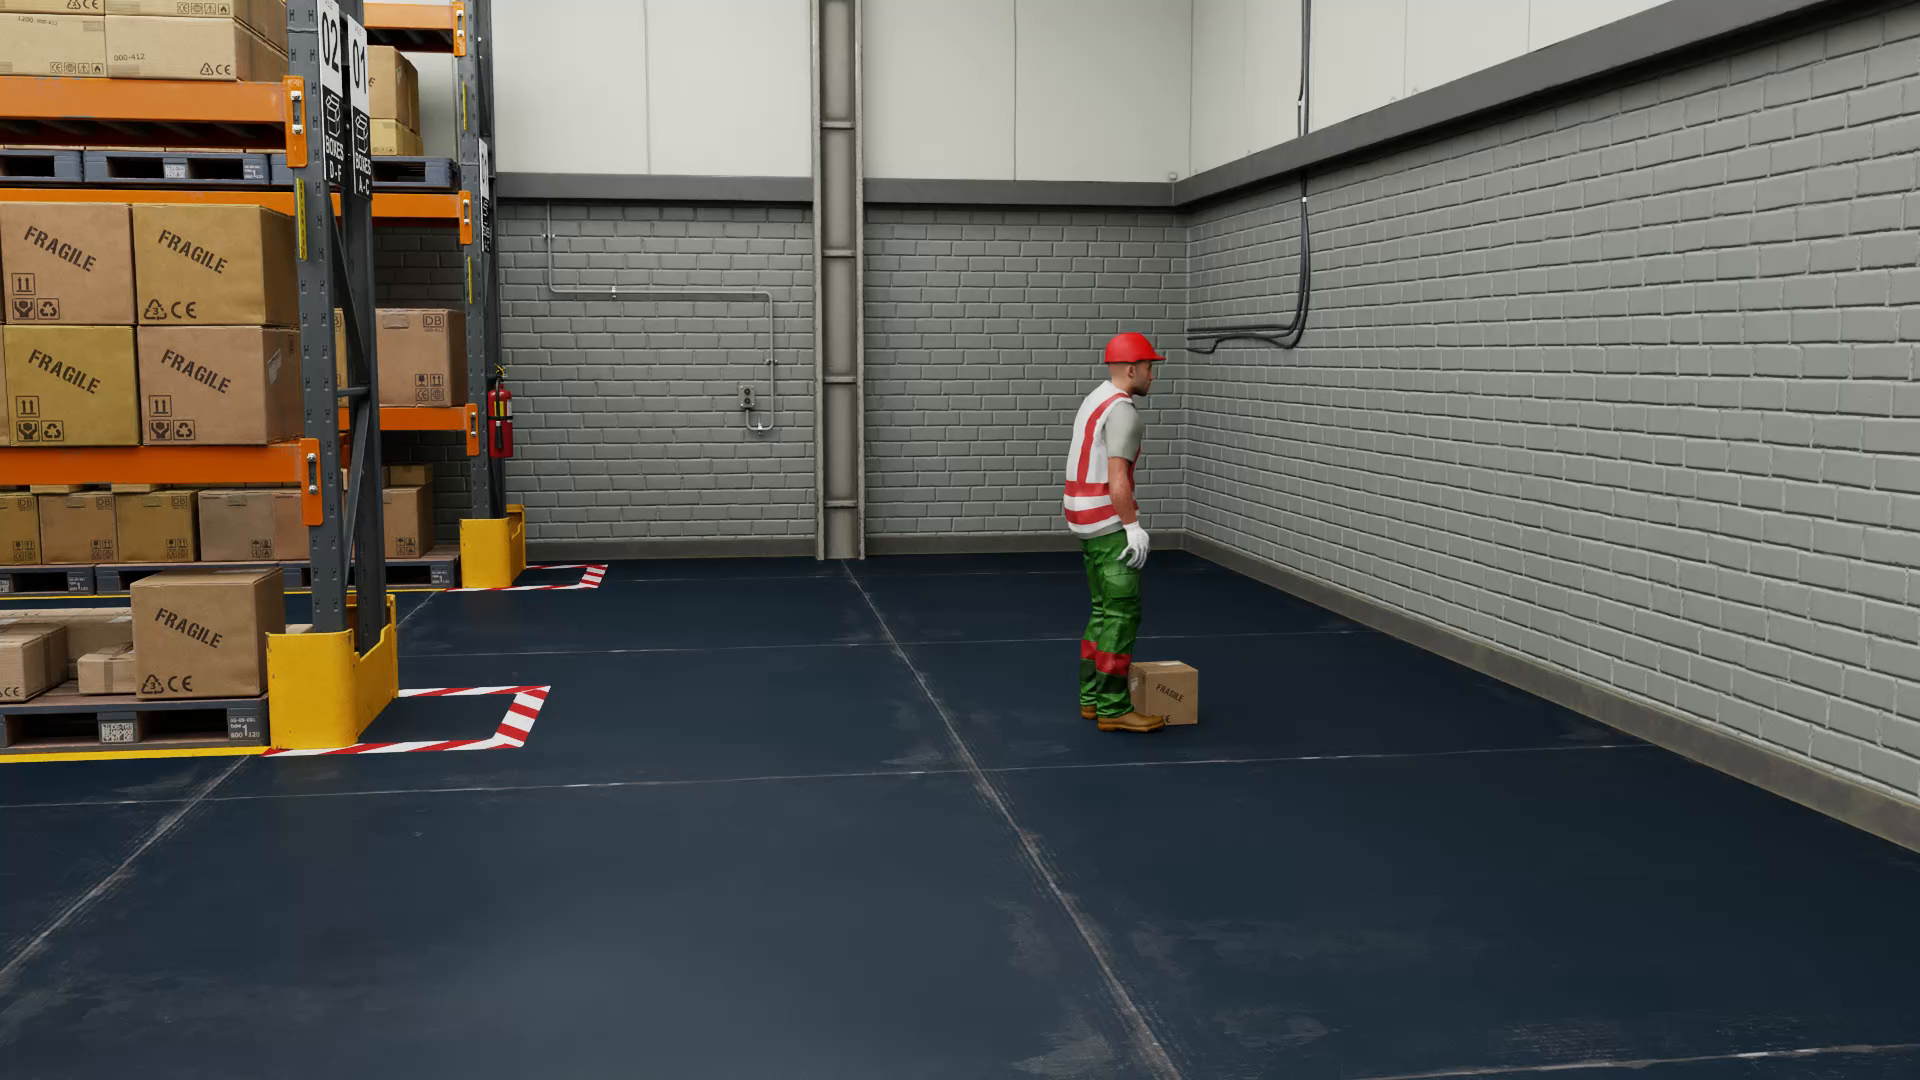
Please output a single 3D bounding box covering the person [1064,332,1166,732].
[{"bbox_3d":[0.712,-0.047,7.562,0.449,1.780,0.607,-1,6,-9],"label":"person"}]
